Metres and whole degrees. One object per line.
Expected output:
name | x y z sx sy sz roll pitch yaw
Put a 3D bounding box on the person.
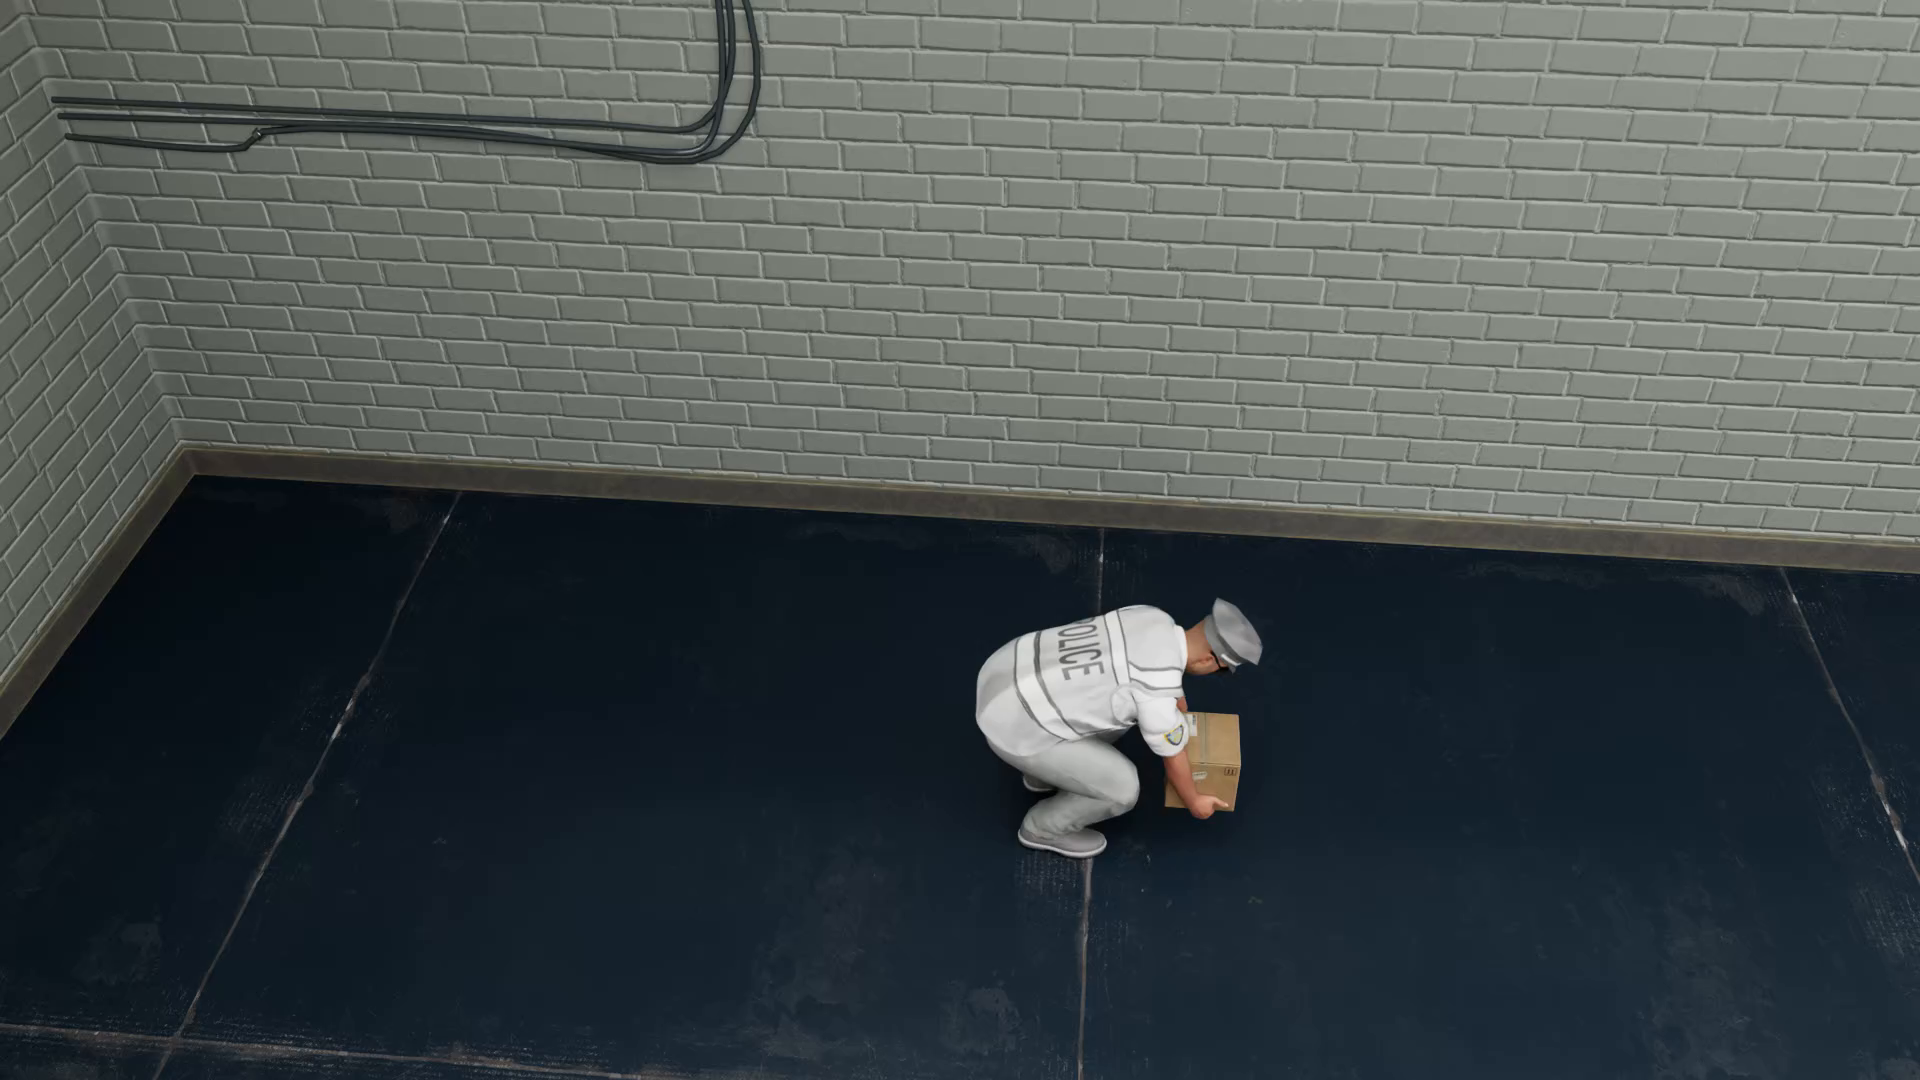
person | 0.549 0.648 5.949 0.987 1.023 0.535 2 40 3
